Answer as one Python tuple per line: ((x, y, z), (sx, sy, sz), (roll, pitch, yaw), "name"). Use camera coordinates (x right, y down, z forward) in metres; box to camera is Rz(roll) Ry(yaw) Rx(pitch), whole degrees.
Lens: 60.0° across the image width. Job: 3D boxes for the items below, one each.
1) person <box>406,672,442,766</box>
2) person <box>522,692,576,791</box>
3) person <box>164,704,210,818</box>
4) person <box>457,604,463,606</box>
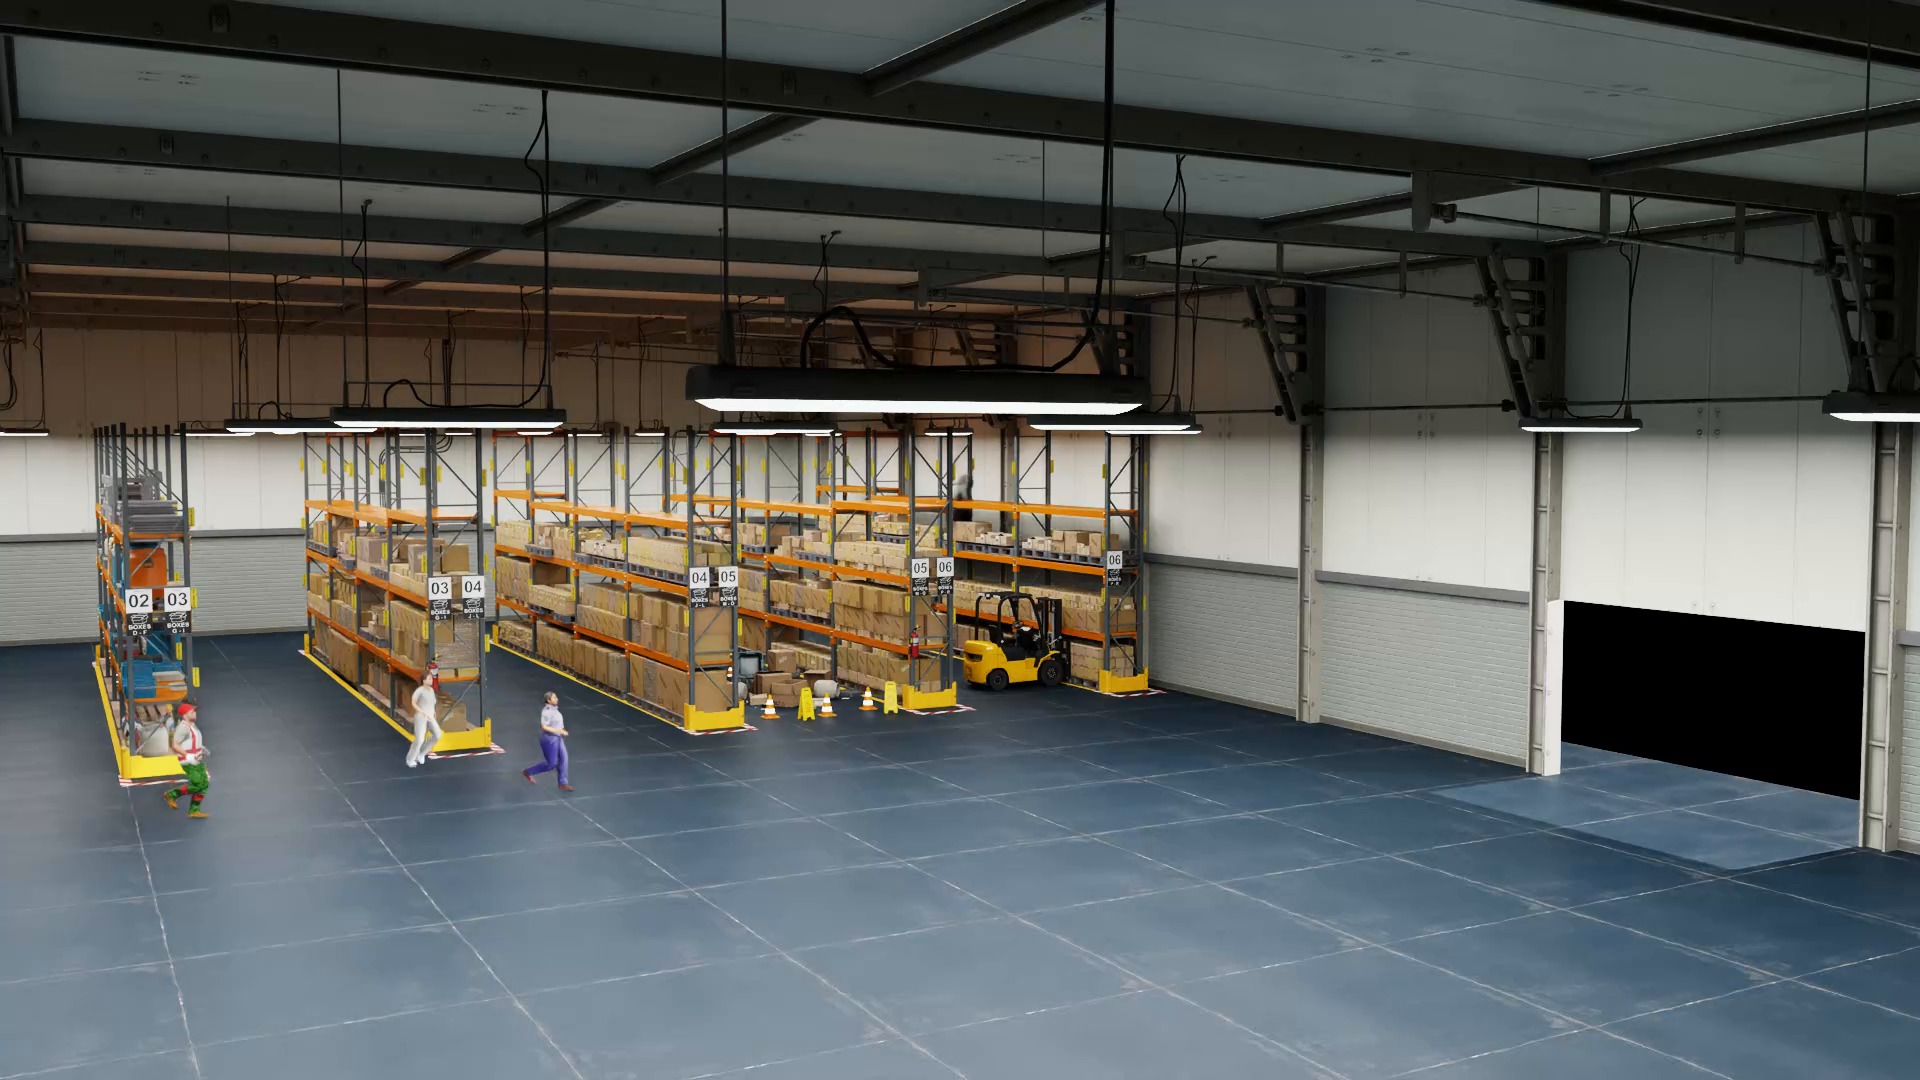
((-9.390, 3.135, 29.275), (0.588, 1.617, 0.624), (2, 4, 27), "person")
((-6.685, 3.283, 27.058), (0.841, 1.648, 0.607), (0, 3, -1), "person")
((-11.673, 3.334, 25.105), (0.620, 1.740, 0.655), (0, 3, -8), "person")
((-13.758, 2.075, 45.304), (0.732, 1.780, 0.862), (0, 3, -3), "person")
